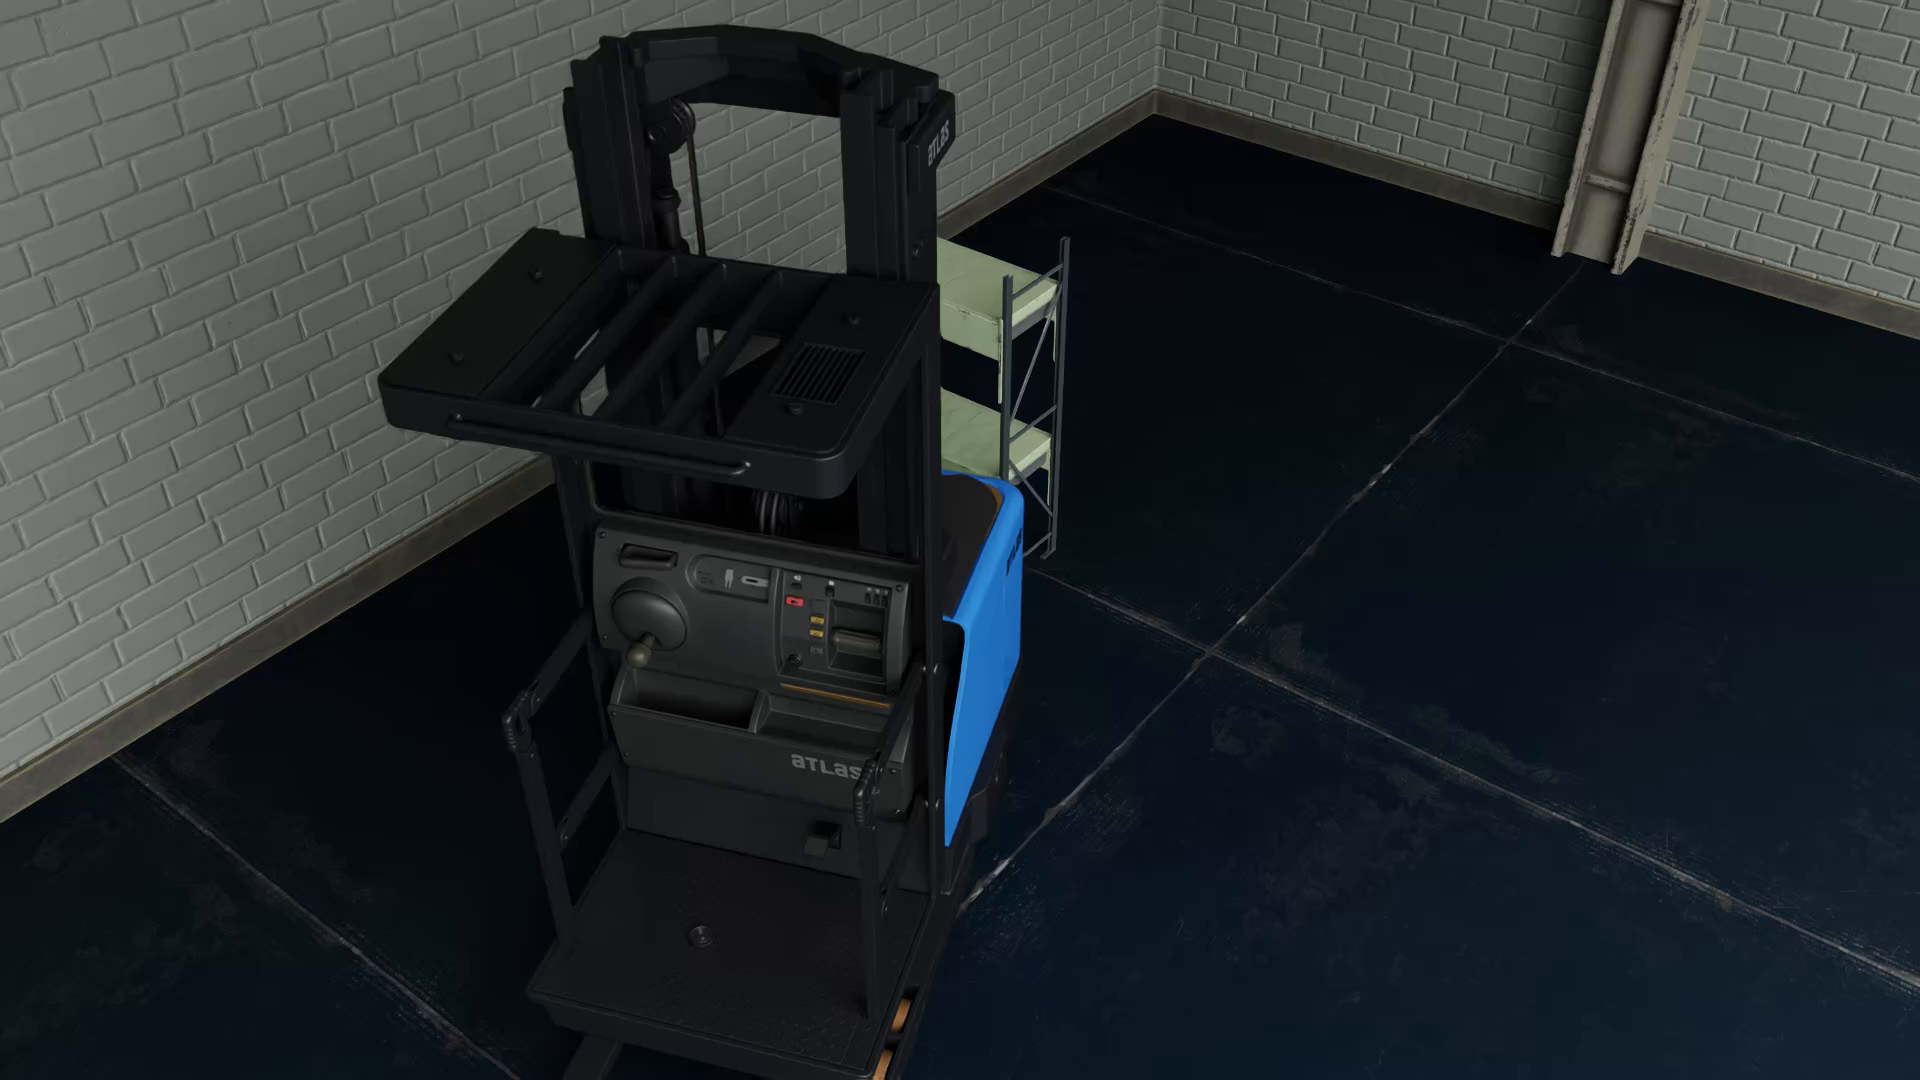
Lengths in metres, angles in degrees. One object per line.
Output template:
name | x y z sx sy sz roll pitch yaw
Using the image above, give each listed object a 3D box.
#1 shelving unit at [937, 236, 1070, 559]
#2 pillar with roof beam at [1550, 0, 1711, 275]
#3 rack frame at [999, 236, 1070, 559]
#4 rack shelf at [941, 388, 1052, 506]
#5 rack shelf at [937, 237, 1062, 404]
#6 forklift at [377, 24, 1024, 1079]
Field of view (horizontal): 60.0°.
shelving unit | -0.005 -0.593 6.791 0.755 1.500 0.431 25 45 29
pillar with roof beam | 0.931 -3.033 3.825 0.400 9.000 9.100 25 45 29
rack frame | 0.285 -0.456 6.616 0.023 1.500 0.400 25 45 29
rack shelf | -0.005 -0.336 6.992 0.720 0.370 0.431 25 45 29
rack shelf | -0.005 -0.900 6.550 0.720 0.370 0.431 25 45 29
forklift | -0.651 0.283 4.511 1.130 2.935 3.031 10 39 12
